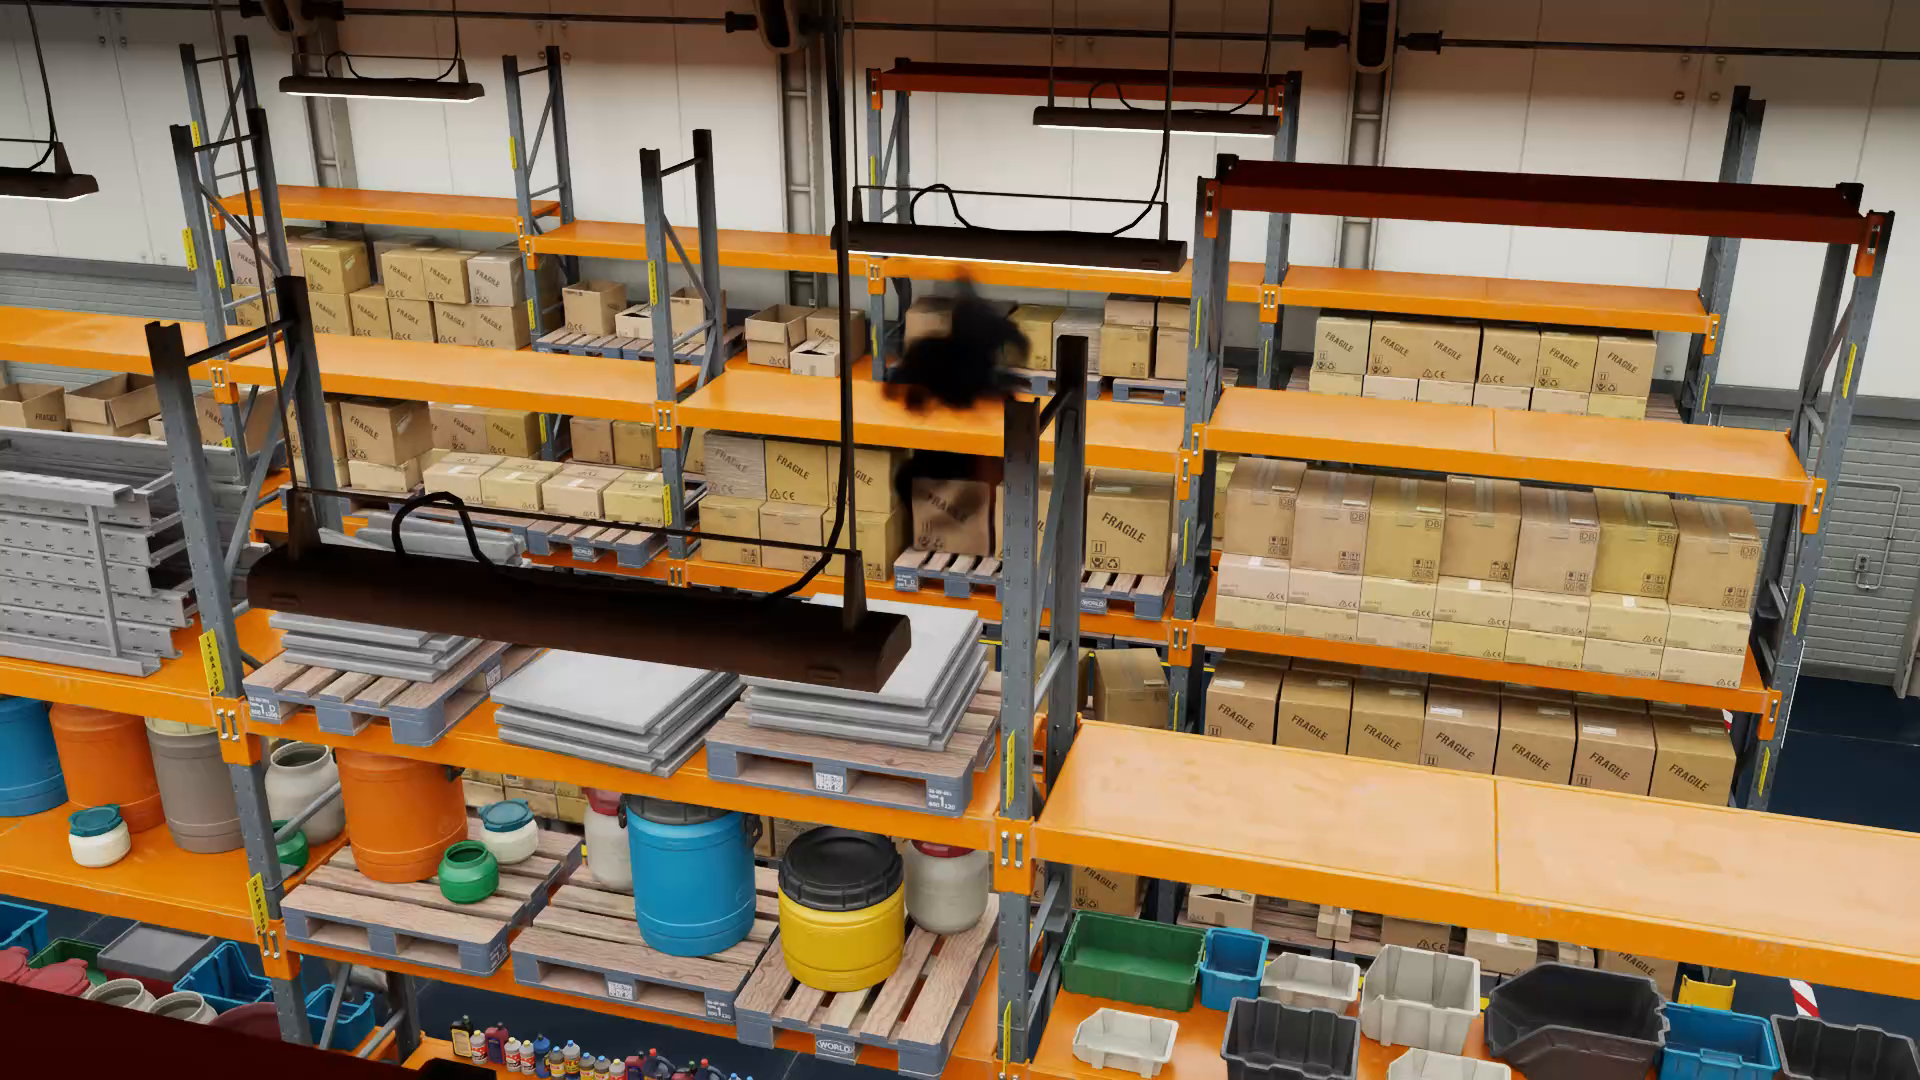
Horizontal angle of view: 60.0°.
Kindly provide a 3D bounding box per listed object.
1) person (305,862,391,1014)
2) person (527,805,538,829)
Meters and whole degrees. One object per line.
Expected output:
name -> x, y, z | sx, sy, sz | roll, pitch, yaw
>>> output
person -> -4.407, 2.714, 12.013 | 0.823, 1.632, 0.620 | 3, 23, 8
person -> -3.095, 2.556, 11.864 | 0.487, 1.554, 0.538 | 0, 23, 0
